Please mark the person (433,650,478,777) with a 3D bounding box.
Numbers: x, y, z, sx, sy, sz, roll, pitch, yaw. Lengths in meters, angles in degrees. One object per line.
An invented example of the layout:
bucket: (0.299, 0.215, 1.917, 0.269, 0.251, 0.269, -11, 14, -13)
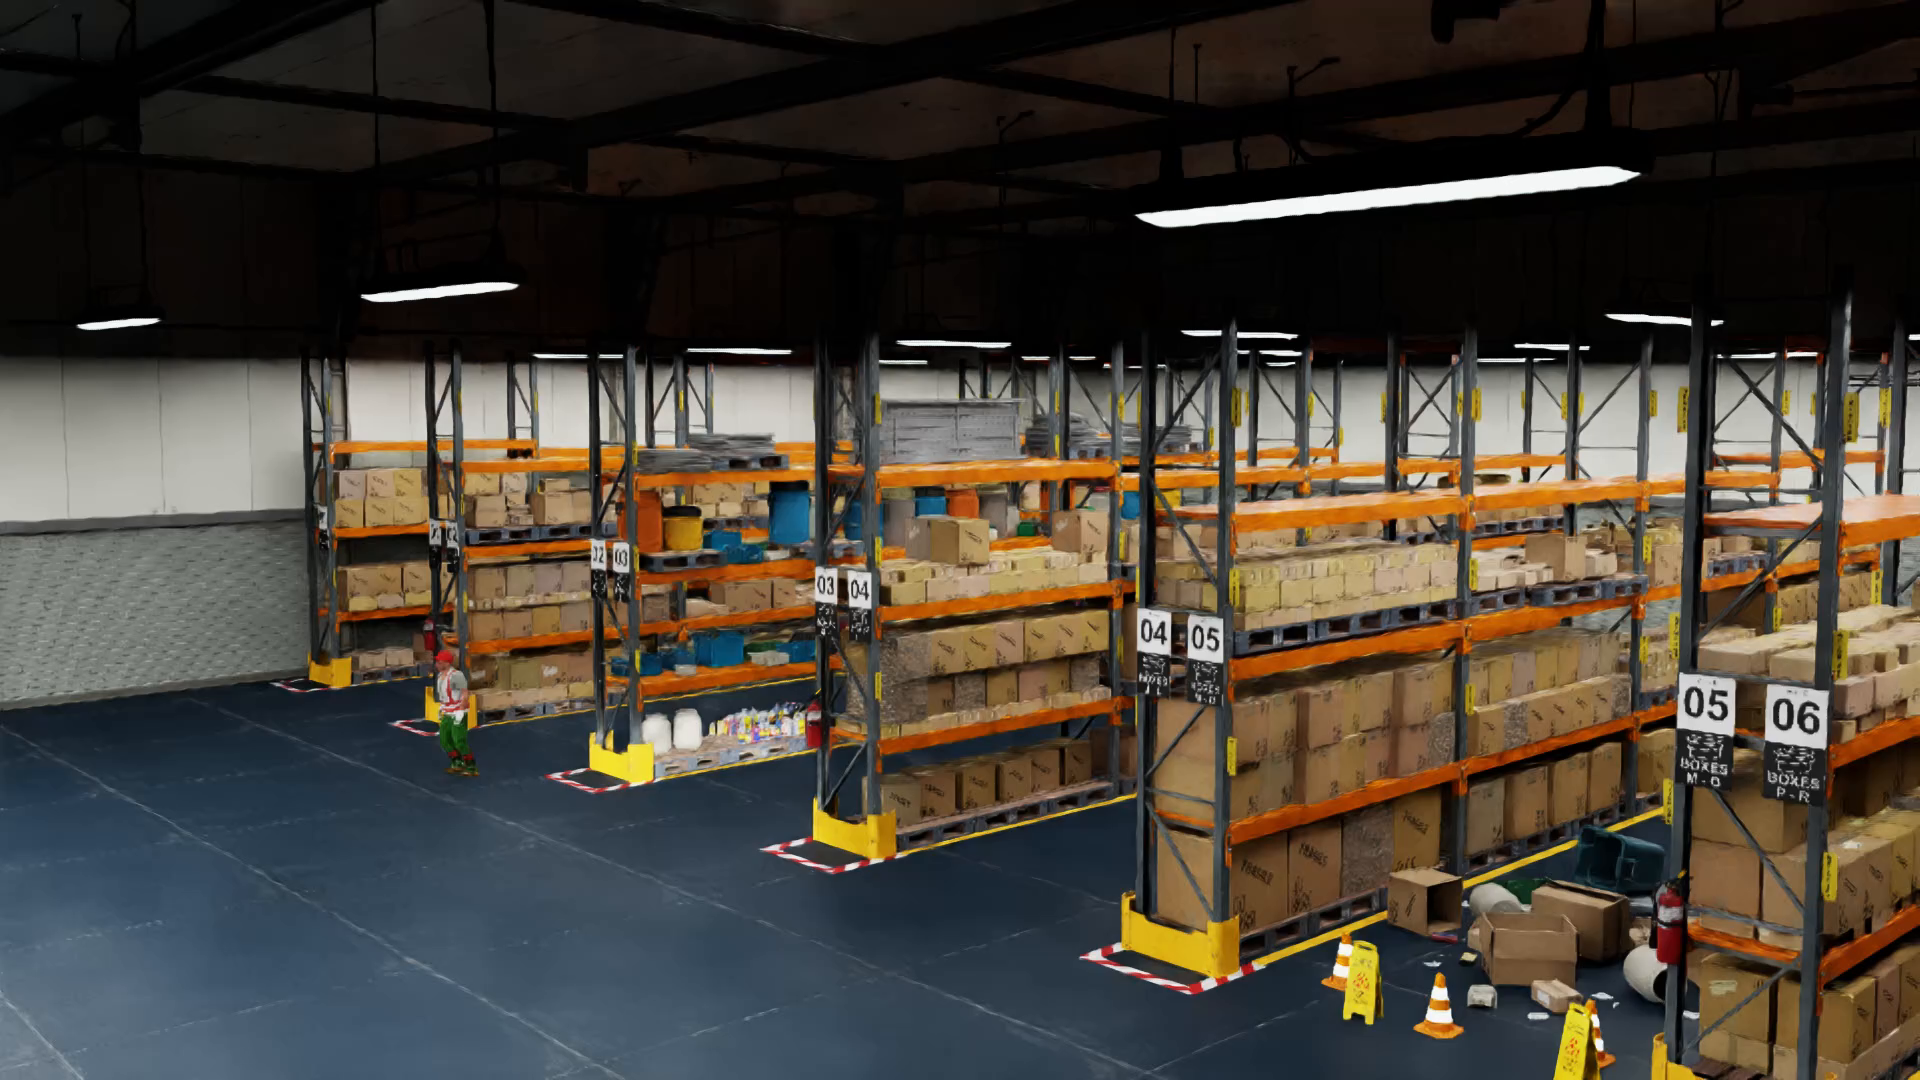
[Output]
person: (-6.831, 2.335, 22.407, 0.552, 1.742, 0.677, -5, 7, -44)
